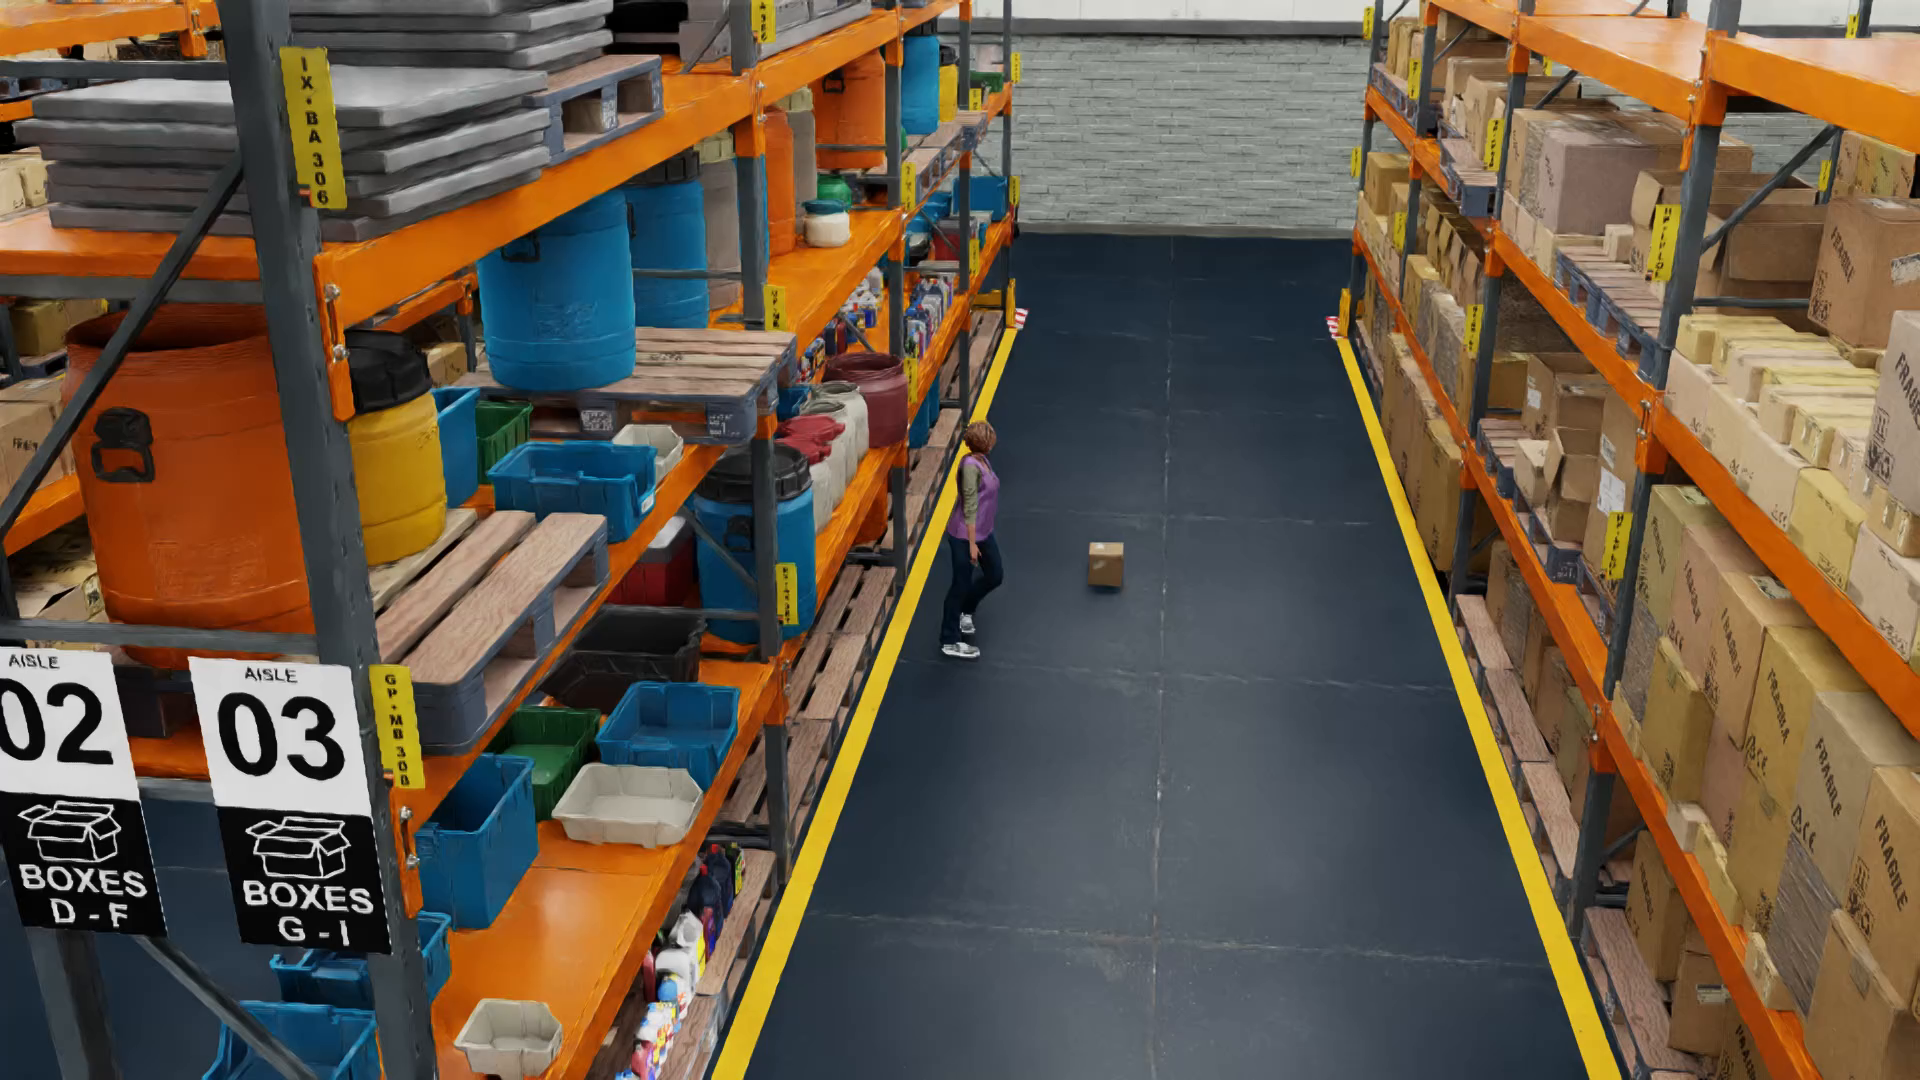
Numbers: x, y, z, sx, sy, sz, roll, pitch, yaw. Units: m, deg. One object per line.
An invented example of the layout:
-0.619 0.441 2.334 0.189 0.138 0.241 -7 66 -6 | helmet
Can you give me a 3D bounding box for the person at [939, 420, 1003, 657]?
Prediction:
0.070 -0.021 11.161 0.389 1.556 0.522 9 23 21 | person
